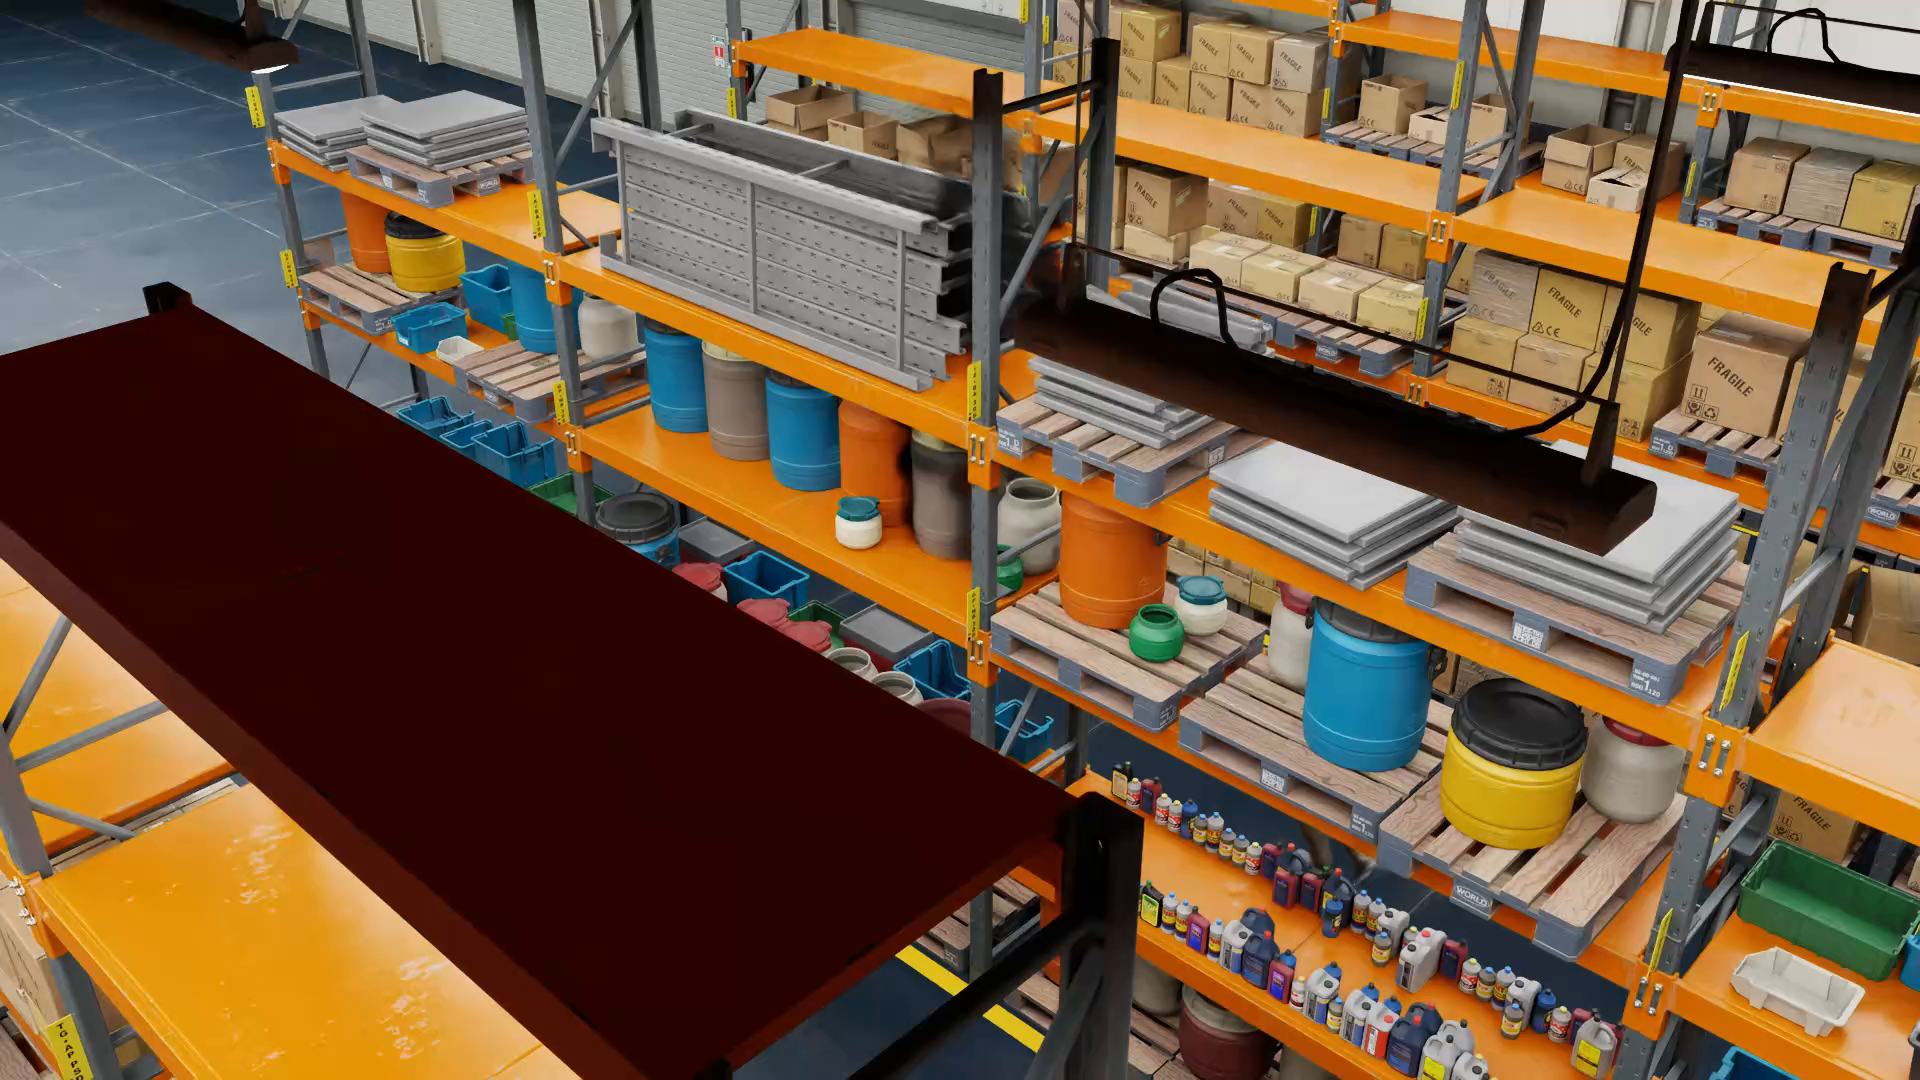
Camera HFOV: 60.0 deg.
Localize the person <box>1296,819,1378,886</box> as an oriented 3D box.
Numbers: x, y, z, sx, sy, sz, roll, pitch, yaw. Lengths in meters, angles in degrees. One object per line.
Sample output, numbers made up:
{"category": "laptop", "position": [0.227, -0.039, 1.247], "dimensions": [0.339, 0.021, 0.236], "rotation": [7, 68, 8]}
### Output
{"category": "person", "position": [2.523, 1.613, 11.129], "dimensions": [0.586, 1.715, 0.658], "rotation": [26, 38, 38]}
